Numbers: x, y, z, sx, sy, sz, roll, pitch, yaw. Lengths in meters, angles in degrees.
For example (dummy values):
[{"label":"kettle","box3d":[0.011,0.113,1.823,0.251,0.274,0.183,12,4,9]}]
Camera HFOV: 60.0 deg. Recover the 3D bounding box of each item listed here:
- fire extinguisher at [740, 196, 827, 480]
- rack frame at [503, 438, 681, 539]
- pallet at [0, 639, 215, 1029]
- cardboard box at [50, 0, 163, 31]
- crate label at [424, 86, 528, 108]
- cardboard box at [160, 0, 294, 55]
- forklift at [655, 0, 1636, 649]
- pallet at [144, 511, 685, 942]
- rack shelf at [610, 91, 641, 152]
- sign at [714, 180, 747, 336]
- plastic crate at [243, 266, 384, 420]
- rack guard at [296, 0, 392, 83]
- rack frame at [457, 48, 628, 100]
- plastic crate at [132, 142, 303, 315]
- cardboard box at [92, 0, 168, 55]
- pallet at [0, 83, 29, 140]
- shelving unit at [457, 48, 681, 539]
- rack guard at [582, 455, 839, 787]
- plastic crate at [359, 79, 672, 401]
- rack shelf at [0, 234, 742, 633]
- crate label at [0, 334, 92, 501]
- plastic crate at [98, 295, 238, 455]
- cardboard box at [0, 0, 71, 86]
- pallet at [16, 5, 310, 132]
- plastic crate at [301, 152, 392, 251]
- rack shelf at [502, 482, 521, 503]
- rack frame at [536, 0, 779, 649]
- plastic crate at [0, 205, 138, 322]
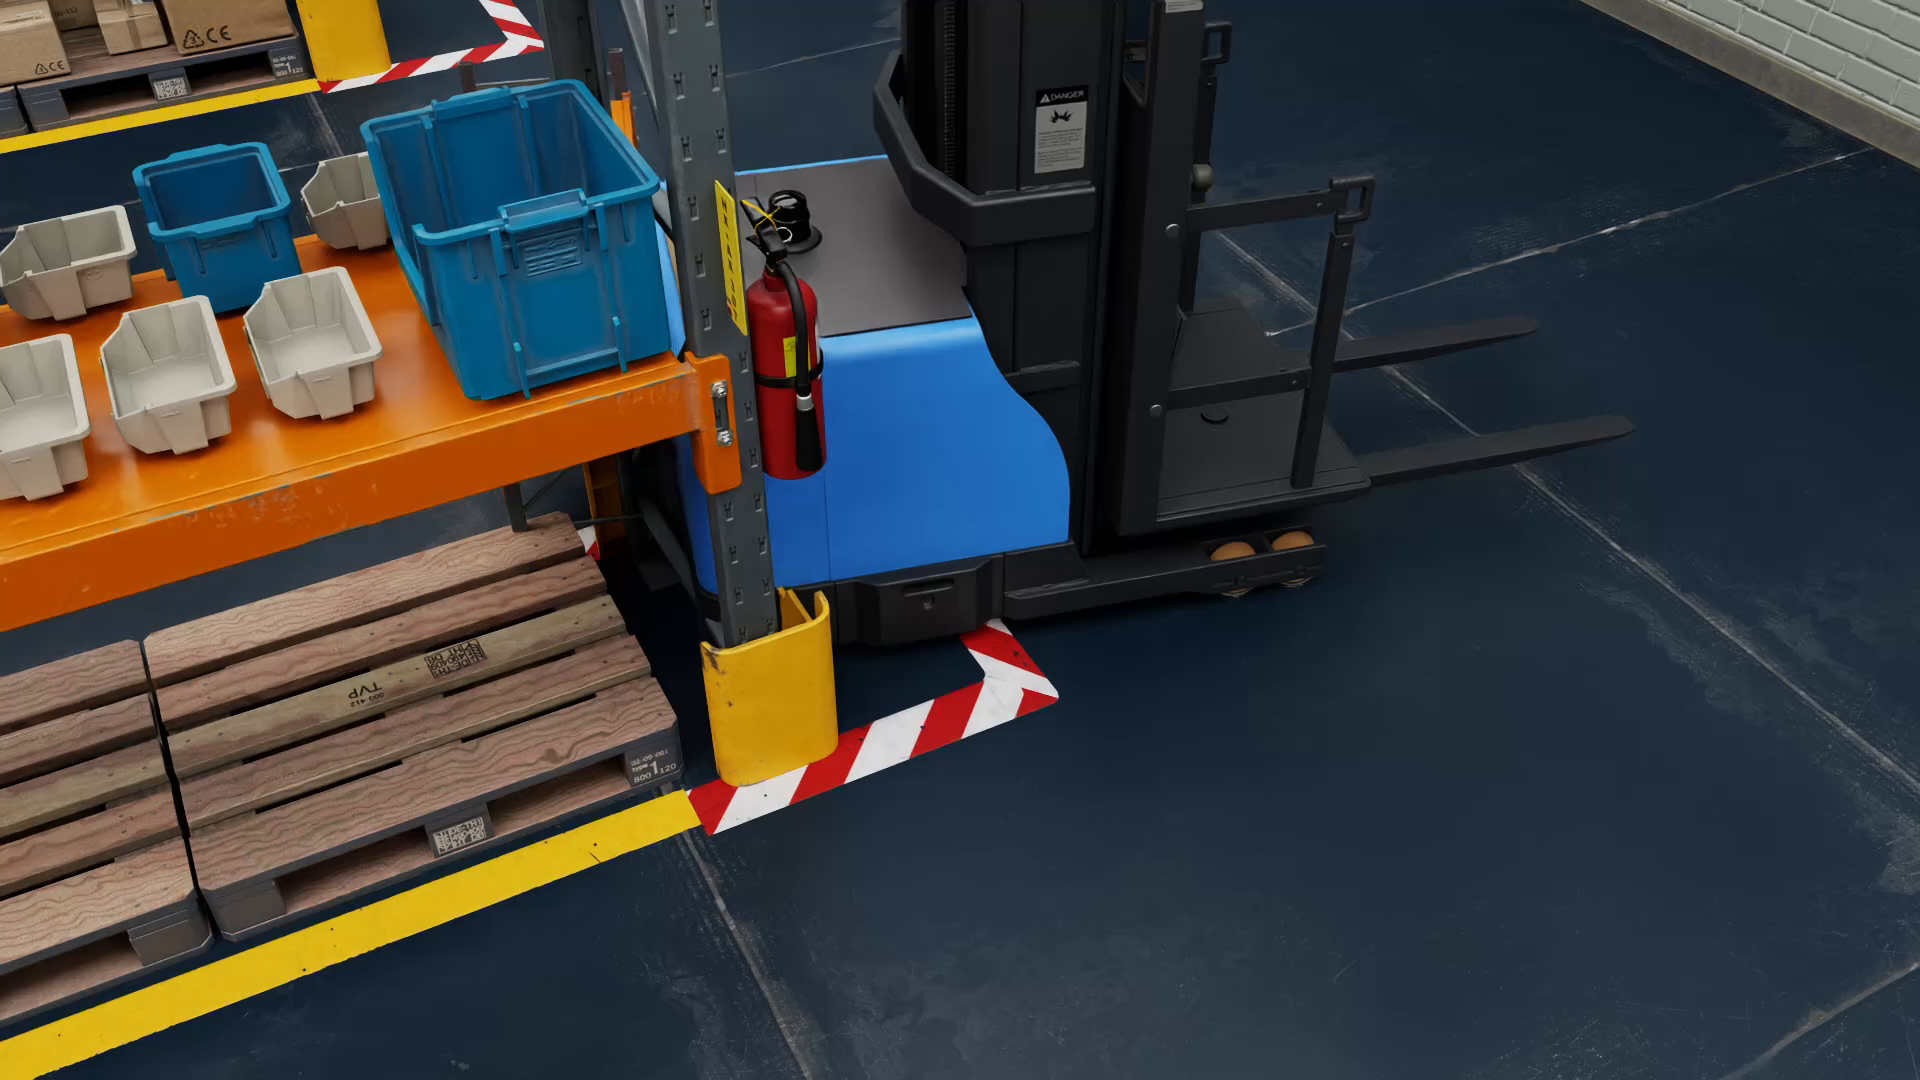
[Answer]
[{"label":"fire extinguisher","box3d":[-0.406,-0.451,3.809,0.183,0.674,0.296,-19,44,-21]},{"label":"rack frame","box3d":[-1.095,-0.436,4.706,0.500,1.125,0.032,-7,39,-8]},{"label":"pallet","box3d":[-2.580,0.812,4.128,1.213,0.211,1.003,-19,44,-21]},{"label":"cardboard box","box3d":[-4.091,-2.647,7.843,0.500,0.250,0.500,-19,44,-21]},{"label":"crate label","box3d":[-1.121,-0.912,4.089,0.303,0.233,0.416,-19,44,-21]},{"label":"cardboard box","box3d":[-3.403,-2.588,7.580,0.500,0.500,0.500,-19,44,-21]},{"label":"forklift","box3d":[0.621,-1.271,4.482,3.031,2.935,1.130,-9,41,-11]},{"label":"pallet","box3d":[-1.499,0.450,4.555,1.213,0.211,1.003,-19,44,-21]},{"label":"rack shelf","box3d":[-1.196,-0.974,4.915,0.538,0.278,1.000,-7,39,-8]},{"label":"sign","box3d":[-0.481,-0.590,3.499,0.005,0.325,0.100,-19,44,-21]},{"label":"plastic crate","box3d":[-1.390,-0.413,3.574,0.243,0.136,0.396,-19,44,-21]},{"label":"rack guard","box3d":[-3.102,-2.701,8.054,0.348,0.500,1.175,-19,44,-21]},{"label":"rack frame","box3d":[-1.291,-1.054,5.489,0.500,1.125,0.032,-7,39,-8]},{"label":"plastic crate","box3d":[-1.705,-0.715,3.857,0.300,0.233,0.416,-19,44,-21]},{"label":"cardboard box","box3d":[-3.804,-2.391,7.606,0.250,0.166,0.380,-19,44,-21]},{"label":"pallet","box3d":[-4.889,-1.990,7.438,1.213,0.211,1.003,-19,44,-21]},{"label":"shelving unit","box3d":[-1.193,-0.745,5.097,0.538,1.125,1.048,-7,39,-8]},{"label":"rack guard","box3d":[-0.735,0.102,4.743,0.348,0.500,1.175,-19,44,-21]},{"label":"plastic crate","box3d":[-0.961,-0.667,3.643,0.499,0.435,0.616,-19,44,-21]},{"label":"rack shelf","box3d":[-2.524,0.034,3.445,4.000,0.370,1.077,-19,44,-21]},{"label":"crate label","box3d":[-1.889,-0.238,3.367,0.243,0.136,0.396,-19,44,-21]},{"label":"plastic crate","box3d":[-1.653,-0.335,3.482,0.243,0.136,0.396,-19,44,-21]},{"label":"cardboard box","box3d":[-4.260,-2.226,7.346,0.500,0.250,0.500,-19,44,-21]},{"label":"pallet","box3d":[-3.809,-2.352,7.865,1.213,0.211,1.003,-19,44,-21]},{"label":"plastic crate","box3d":[-1.444,-0.827,4.063,0.298,0.136,0.250,-19,44,-21]},{"label":"rack shelf","box3d":[-1.190,-0.553,5.249,0.538,0.278,1.000,-7,39,-8]},{"label":"rack frame","box3d":[-0.750,-0.838,3.918,0.127,3.000,1.000,-19,44,-21]},{"label":"plastic crate","box3d":[-2.045,-0.624,3.824,0.298,0.136,0.250,-19,44,-21]}]
